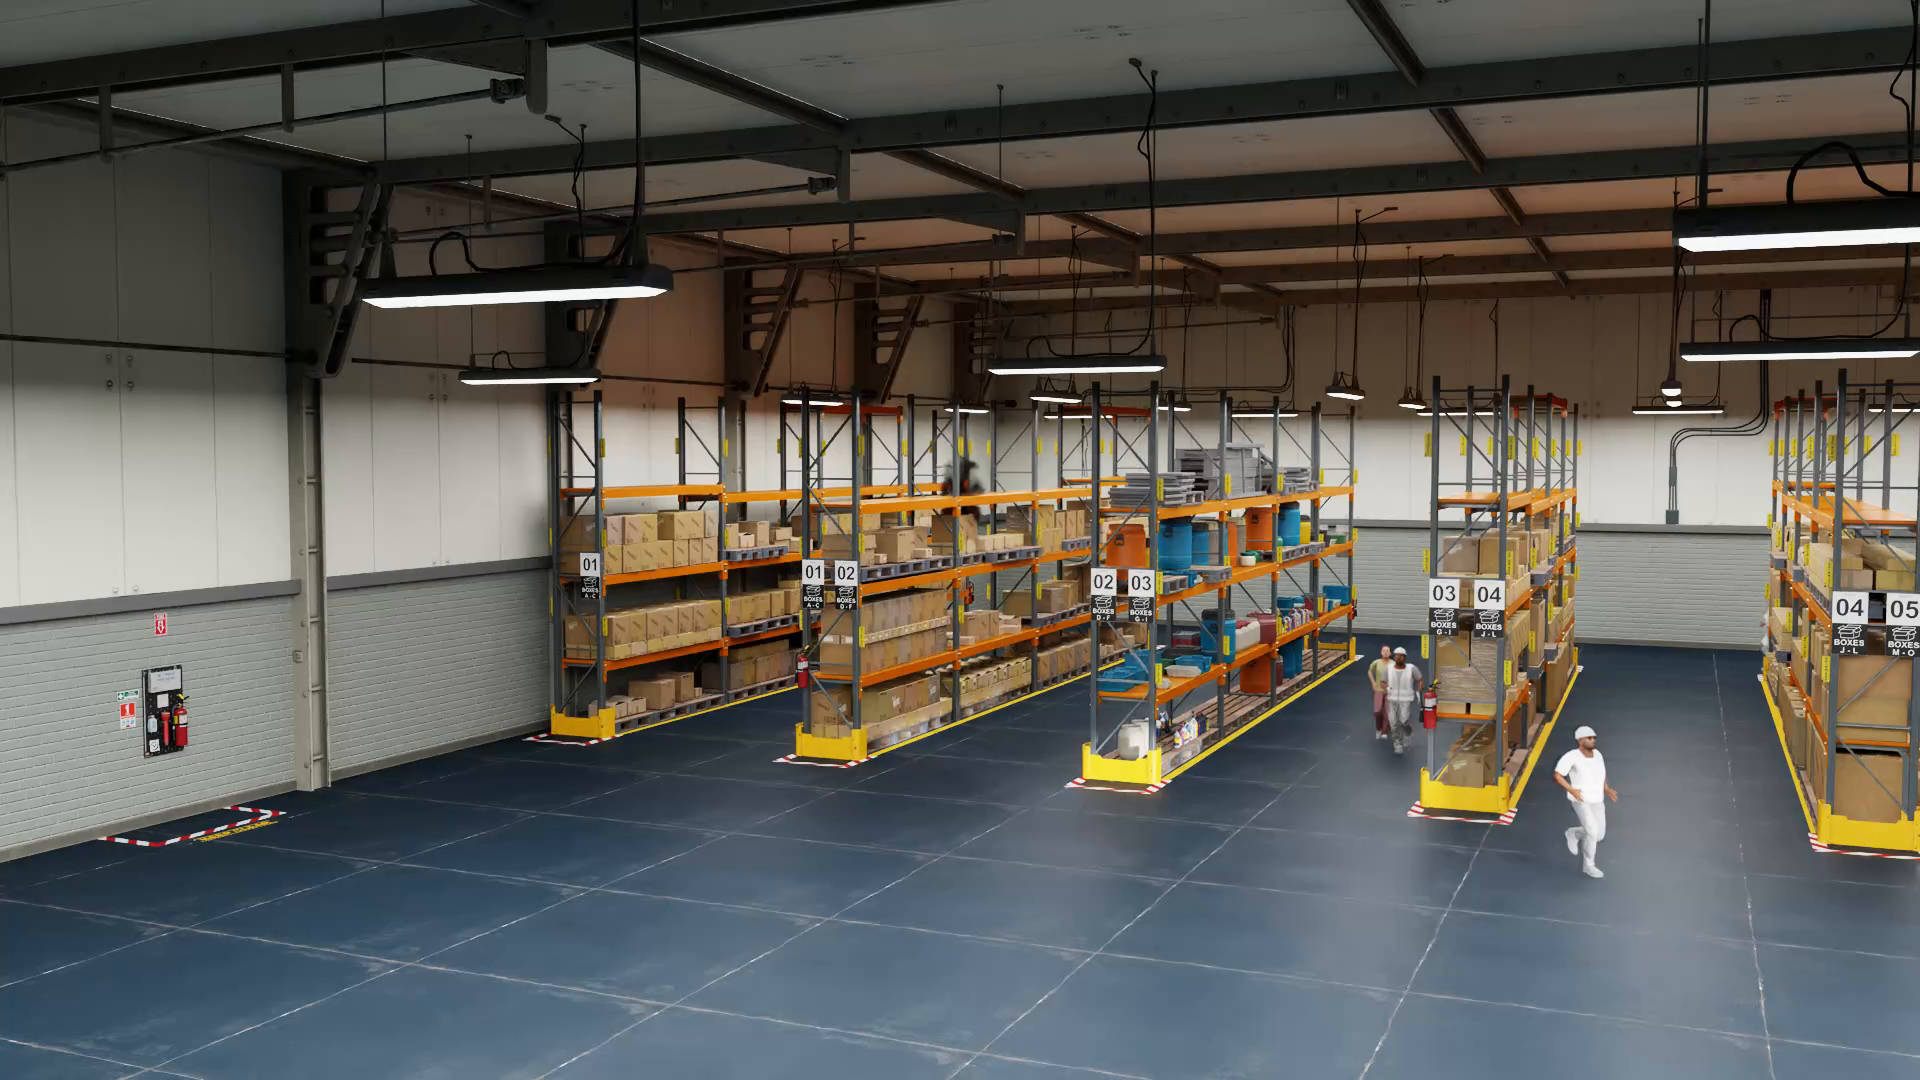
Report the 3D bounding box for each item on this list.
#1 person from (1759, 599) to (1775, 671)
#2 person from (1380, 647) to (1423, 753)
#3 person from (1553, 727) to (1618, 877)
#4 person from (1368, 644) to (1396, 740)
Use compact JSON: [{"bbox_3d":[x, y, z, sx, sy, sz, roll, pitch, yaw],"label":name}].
[{"bbox_3d":[18.068,2.104,36.956,0.616,1.722,0.820,2,4,31],"label":"person"},{"bbox_3d":[7.181,2.627,27.155,0.676,1.739,0.589,1,3,24],"label":"person"},{"bbox_3d":[7.355,3.061,19.651,0.701,1.733,0.682,-1,3,-23],"label":"person"},{"bbox_3d":[7.248,2.604,28.386,0.573,1.637,0.577,1,3,16],"label":"person"}]
